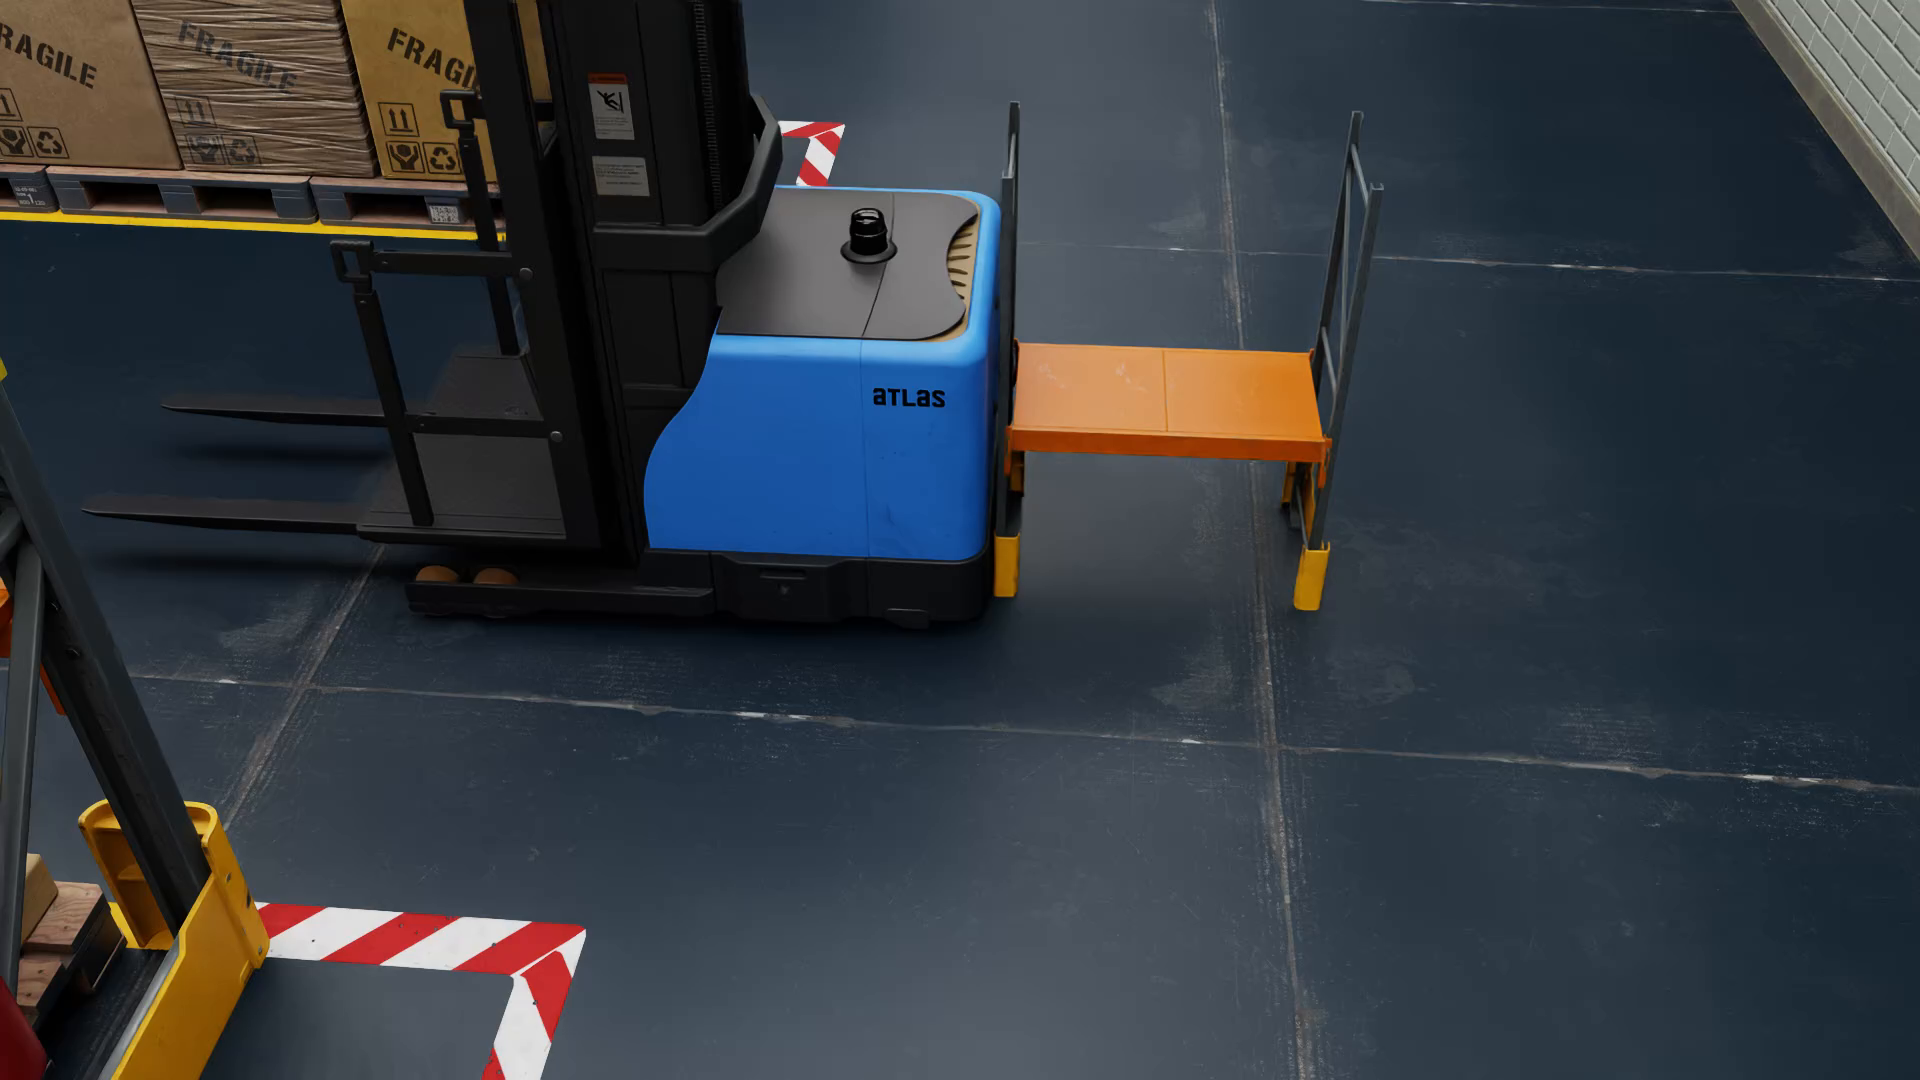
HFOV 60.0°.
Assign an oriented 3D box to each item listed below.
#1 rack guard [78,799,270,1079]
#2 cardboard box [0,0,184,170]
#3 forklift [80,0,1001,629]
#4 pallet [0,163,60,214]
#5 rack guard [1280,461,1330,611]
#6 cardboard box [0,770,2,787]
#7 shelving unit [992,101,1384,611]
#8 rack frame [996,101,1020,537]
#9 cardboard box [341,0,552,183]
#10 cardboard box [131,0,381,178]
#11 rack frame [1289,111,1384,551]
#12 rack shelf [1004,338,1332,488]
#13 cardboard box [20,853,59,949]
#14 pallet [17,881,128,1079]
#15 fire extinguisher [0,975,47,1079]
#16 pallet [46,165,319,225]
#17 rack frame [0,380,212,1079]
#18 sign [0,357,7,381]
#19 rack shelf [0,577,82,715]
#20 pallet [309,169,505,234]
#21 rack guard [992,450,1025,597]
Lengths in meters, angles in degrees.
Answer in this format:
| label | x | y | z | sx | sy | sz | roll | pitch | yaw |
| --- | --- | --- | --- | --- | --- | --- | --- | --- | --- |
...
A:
| label | x | y | z | sx | sy | sz | roll | pitch | yaw |
| --- | --- | --- | --- | --- | --- | --- | --- | --- | --- |
| rack guard | -2.051 | 1.213 | 3.864 | 0.348 | 0.500 | 1.175 | 3 | 39 | 4 |
| cardboard box | -3.885 | -2.288 | 7.535 | 0.875 | 0.875 | 0.875 | 3 | 39 | 4 |
| forklift | -1.392 | -1.211 | 4.916 | 3.031 | 2.935 | 1.130 | 2 | 39 | 3 |
| pallet | -4.681 | -1.912 | 7.932 | 1.213 | 0.211 | 1.003 | 3 | 39 | 4 |
| rack guard | 1.161 | -0.050 | 5.613 | 0.087 | 0.250 | 0.587 | 2 | 39 | 3 |
| cardboard box | -2.468 | 0.717 | 3.947 | 0.250 | 0.149 | 0.380 | 1 | 39 | 2 |
| shelving unit | 0.664 | -0.556 | 5.245 | 1.083 | 1.500 | 0.587 | 2 | 39 | 3 |
| rack frame | 0.148 | -0.578 | 5.272 | 0.032 | 1.500 | 0.500 | 2 | 39 | 3 |
| cardboard box | -2.091 | -2.190 | 7.415 | 0.875 | 0.875 | 0.875 | 3 | 39 | 4 |
| cardboard box | -2.998 | -2.240 | 7.476 | 0.875 | 0.875 | 0.875 | 3 | 39 | 4 |
| rack frame | 1.162 | -0.535 | 5.219 | 0.032 | 1.500 | 0.500 | 2 | 39 | 3 |
| rack shelf | 0.655 | -0.417 | 5.359 | 1.000 | 0.185 | 0.538 | 2 | 39 | 3 |
| cardboard box | -2.470 | 0.960 | 4.120 | 0.250 | 0.149 | 0.380 | 4 | 39 | 5 |
| pallet | -2.858 | 1.258 | 4.037 | 1.213 | 0.211 | 1.003 | 3 | 39 | 4 |
| fire extinguisher | -1.764 | 0.726 | 2.839 | 0.183 | 0.674 | 0.296 | 3 | 39 | 4 |
| pallet | -3.462 | -1.848 | 7.853 | 1.213 | 0.211 | 1.003 | 3 | 39 | 4 |
| rack frame | -1.976 | 0.247 | 3.070 | 0.127 | 3.000 | 1.000 | 3 | 39 | 4 |
| sign | -1.929 | -0.430 | 3.216 | 0.005 | 0.325 | 0.100 | 3 | 39 | 4 |
| rack shelf | -3.968 | 0.417 | 3.431 | 4.000 | 0.370 | 1.077 | 3 | 39 | 4 |
| pallet | -2.250 | -1.779 | 7.769 | 1.213 | 0.211 | 1.003 | 3 | 39 | 4 |
| rack guard | 0.167 | -0.092 | 5.665 | 0.087 | 0.250 | 0.587 | 2 | 39 | 3 |
